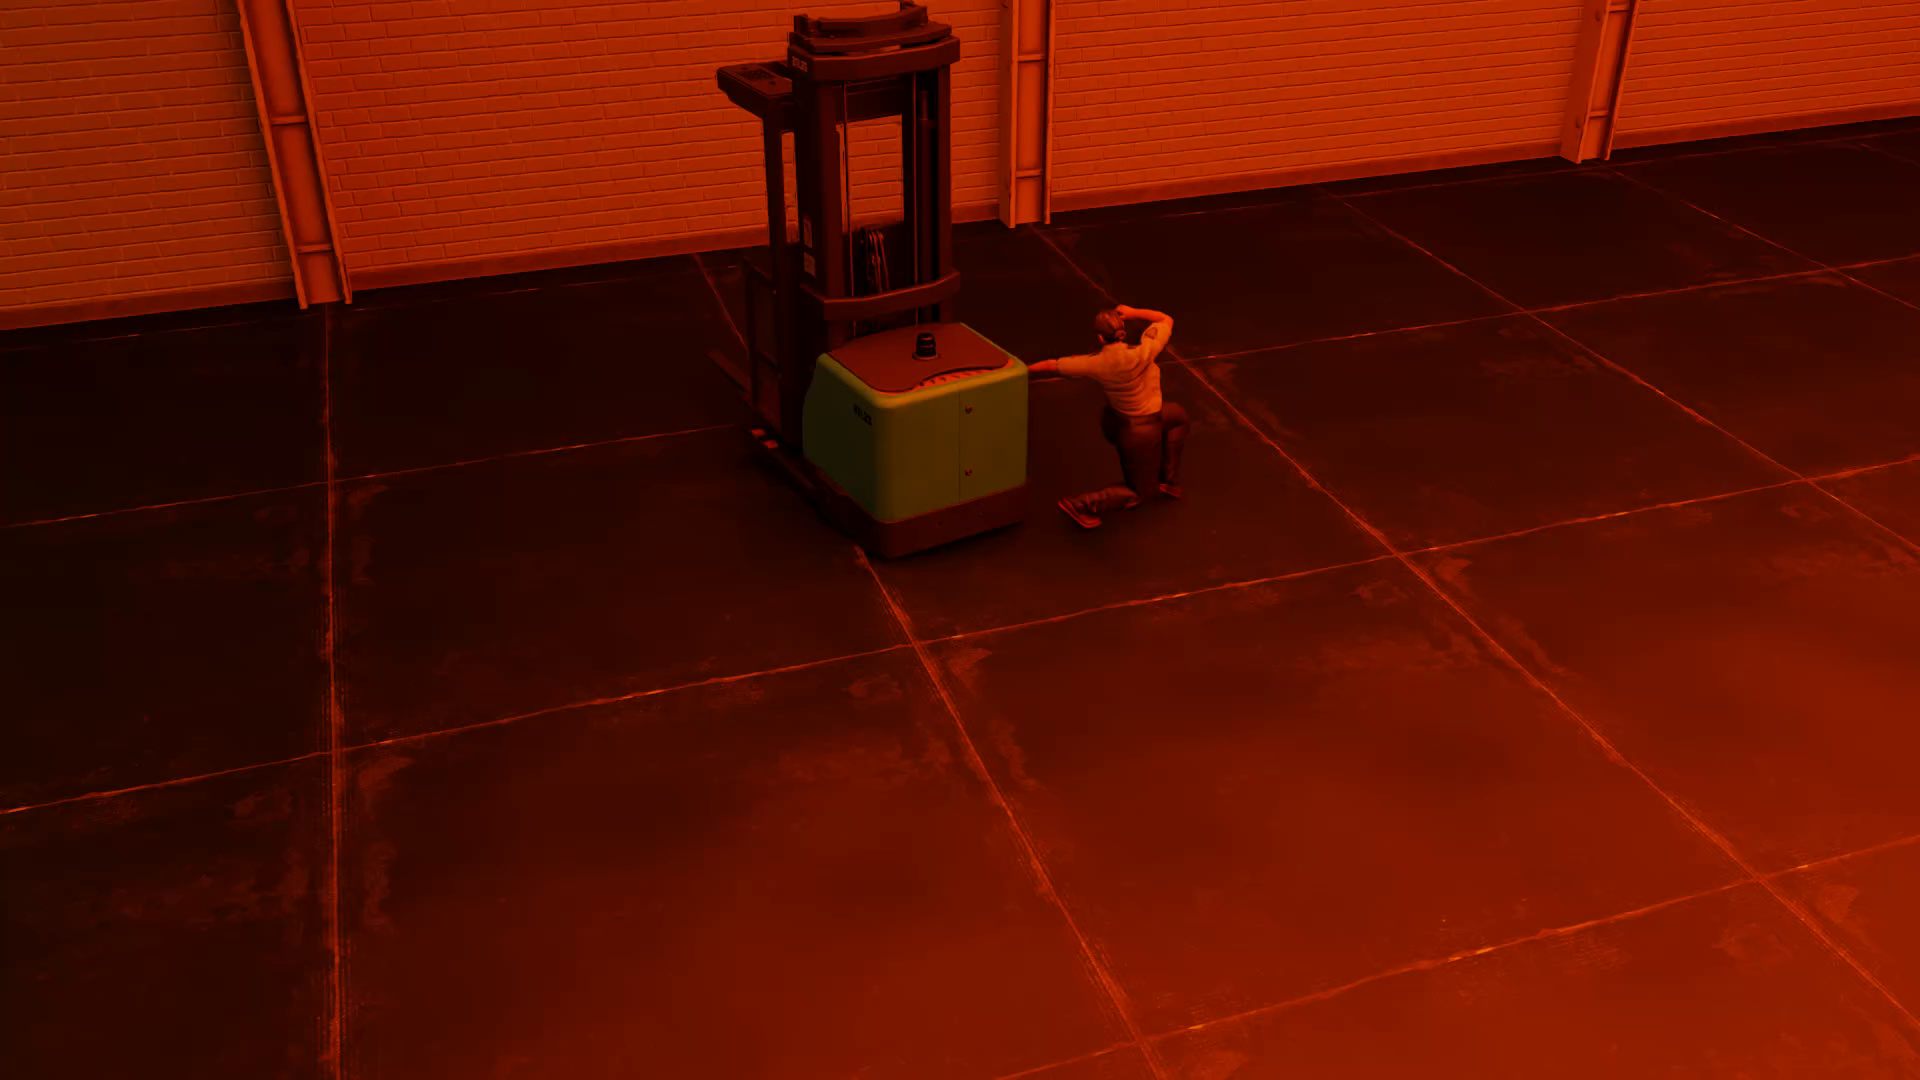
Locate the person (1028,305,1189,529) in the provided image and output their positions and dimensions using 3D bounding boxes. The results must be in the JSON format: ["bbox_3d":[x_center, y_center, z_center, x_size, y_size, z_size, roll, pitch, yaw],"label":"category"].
[{"bbox_3d":[0.914,-0.837,10.124,0.923,1.366,0.913,-17,34,-27],"label":"person"}]

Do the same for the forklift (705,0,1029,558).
[{"bbox_3d":[-0.767,-1.865,10.328,1.130,2.935,3.031,-16,34,-26],"label":"forklift"}]
